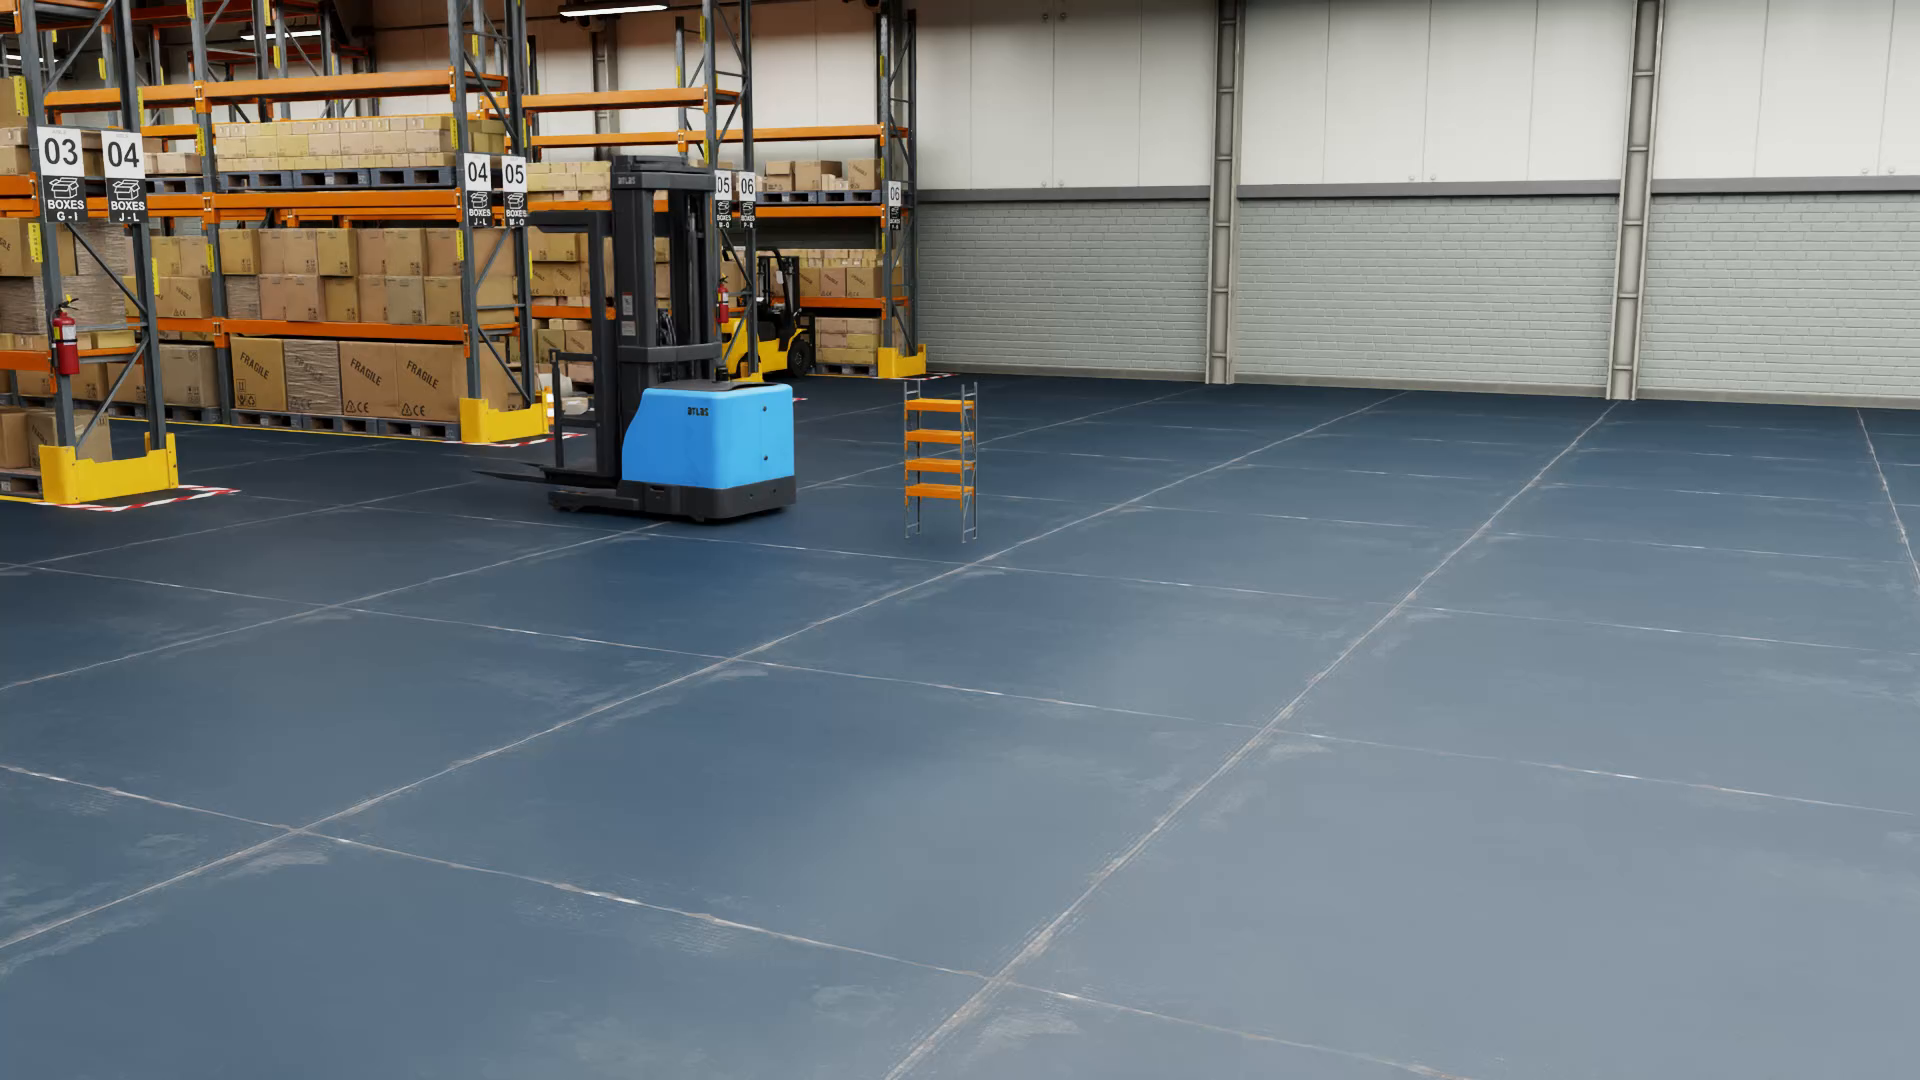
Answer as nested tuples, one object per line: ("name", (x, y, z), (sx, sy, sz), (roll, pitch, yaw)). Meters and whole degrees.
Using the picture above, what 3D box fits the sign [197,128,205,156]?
("sign", (-9.110, -4.781, 19.964), (0.005, 0.325, 0.100), (5, 11, 26))

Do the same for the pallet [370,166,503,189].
("pallet", (-5.961, -4.157, 19.101), (1.213, 0.211, 1.003), (5, 11, 26))

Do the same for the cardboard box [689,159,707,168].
("cardboard box", (-3.626, -5.190, 23.030), (0.250, 0.149, 0.380), (5, 11, 26))

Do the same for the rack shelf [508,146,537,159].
("rack shelf", (-9.967, -7.448, 31.760), (4.000, 0.370, 1.077), (5, 11, 26))

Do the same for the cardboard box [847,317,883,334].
("cardboard box", (-1.550, -3.591, 27.884), (0.500, 0.250, 0.500), (5, 12, 28))

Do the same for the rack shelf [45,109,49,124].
("rack shelf", (-14.259, -5.857, 22.966), (4.000, 0.370, 1.077), (5, 11, 26))

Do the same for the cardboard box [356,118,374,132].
("cardboard box", (-6.653, -4.721, 18.975), (0.250, 0.149, 0.380), (5, 11, 26))

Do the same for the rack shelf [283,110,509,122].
("rack shelf", (-8.572, -6.340, 25.637), (4.000, 0.370, 1.077), (5, 11, 26))

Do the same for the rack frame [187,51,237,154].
("rack frame", (-15.347, -8.472, 34.273), (0.127, 3.000, 1.000), (5, 11, 26))

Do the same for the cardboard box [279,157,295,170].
("cardboard box", (-7.789, -4.428, 19.597), (0.250, 0.149, 0.380), (5, 11, 25))

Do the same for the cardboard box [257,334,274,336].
("cardboard box", (-10.949, -3.325, 27.468), (0.875, 0.875, 0.875), (5, 11, 25))

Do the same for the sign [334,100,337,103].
("sign", (-12.017, -8.570, 31.970), (0.005, 0.325, 0.100), (5, 11, 26))

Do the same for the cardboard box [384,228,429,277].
("cardboard box", (-6.141, -3.337, 19.291), (0.550, 0.550, 0.875), (5, 11, 26))

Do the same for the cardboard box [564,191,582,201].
("cardboard box", (-5.490, -4.954, 23.965), (0.250, 0.149, 0.380), (5, 11, 25))

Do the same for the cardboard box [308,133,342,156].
("cardboard box", (-7.204, -4.585, 19.344), (0.500, 0.250, 0.500), (5, 11, 26))

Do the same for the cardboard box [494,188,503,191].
("cardboard box", (-6.505, -5.251, 24.487), (0.500, 0.250, 0.500), (5, 11, 25))

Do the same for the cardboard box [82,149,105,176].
("cardboard box", (-7.894, -3.365, 14.898), (0.500, 0.250, 0.500), (5, 12, 28))

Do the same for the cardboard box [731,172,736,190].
("cardboard box", (-3.525, -5.097, 23.633), (0.500, 0.250, 0.500), (5, 11, 25))

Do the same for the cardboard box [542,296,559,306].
("cardboard box", (-5.931, -3.529, 24.511), (0.250, 0.149, 0.380), (5, 12, 28))

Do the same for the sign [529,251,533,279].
("sign", (-5.040, -3.221, 19.450), (0.005, 0.325, 0.100), (5, 11, 26))

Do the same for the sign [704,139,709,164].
("sign", (-3.455, -5.291, 22.632), (0.005, 0.325, 0.100), (5, 11, 26))

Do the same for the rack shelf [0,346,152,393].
("rack shelf", (-9.370, -1.687, 15.649), (4.000, 0.370, 1.077), (5, 11, 26))

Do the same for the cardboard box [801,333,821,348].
("cardboard box", (-2.491, -3.426, 28.374), (0.500, 0.250, 0.500), (5, 11, 25))

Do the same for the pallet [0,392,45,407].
("pallet", (-13.166, -1.988, 23.120), (1.213, 0.211, 1.003), (5, 11, 26))

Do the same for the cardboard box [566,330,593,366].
("cardboard box", (-5.420, -2.833, 24.396), (0.500, 0.500, 0.500), (6, 12, 29))

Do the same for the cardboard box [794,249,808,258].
("cardboard box", (-2.602, -4.853, 28.185), (0.250, 0.149, 0.380), (5, 12, 27))

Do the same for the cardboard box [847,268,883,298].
("cardboard box", (-1.556, -4.305, 27.814), (0.500, 0.500, 0.500), (5, 11, 25))

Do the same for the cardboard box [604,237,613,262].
("cardboard box", (-4.700, -4.224, 23.722), (0.500, 0.500, 0.700), (5, 11, 25))

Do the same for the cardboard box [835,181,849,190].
("cardboard box", (-1.876, -5.884, 27.642), (0.250, 0.149, 0.380), (5, 11, 24))

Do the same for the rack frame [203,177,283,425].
("rack frame", (-8.878, -2.983, 20.788), (0.127, 3.000, 1.000), (5, 11, 26))

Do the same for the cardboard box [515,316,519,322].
("cardboard box", (-8.503, -4.276, 31.953), (0.250, 0.149, 0.380), (6, 12, 29))

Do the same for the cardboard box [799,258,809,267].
("cardboard box", (-2.595, -4.707, 28.215), (0.250, 0.149, 0.380), (5, 11, 26))

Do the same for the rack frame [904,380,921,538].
("rack frame", (-0.367, -0.623, 12.802), (0.015, 1.200, 0.240), (5, 11, 26))

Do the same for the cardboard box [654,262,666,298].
("cardboard box", (-4.247, -3.701, 23.639), (0.500, 0.500, 0.500), (5, 11, 26))

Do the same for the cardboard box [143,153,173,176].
("cardboard box", (-10.083, -4.703, 20.832), (0.500, 0.250, 0.500), (5, 11, 25))

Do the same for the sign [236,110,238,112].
("sign", (-15.083, -9.097, 34.656), (0.005, 0.325, 0.100), (5, 11, 26))

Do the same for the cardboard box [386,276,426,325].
("cardboard box", (-6.147, -2.803, 19.375), (0.550, 0.550, 0.875), (5, 11, 26))

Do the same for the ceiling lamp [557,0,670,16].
("ceiling lamp", (-5.434, -10.037, 26.529), (2.000, 3.185, 0.800), (5, 11, 26))

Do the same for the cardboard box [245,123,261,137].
("cardboard box", (-8.246, -4.861, 19.747), (0.250, 0.149, 0.380), (5, 11, 25))

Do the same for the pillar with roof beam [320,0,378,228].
("pillar with roof beam", (-13.891, -7.668, 29.831), (0.548, 9.000, 9.100), (5, 11, 26))

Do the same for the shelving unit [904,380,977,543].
("shelving unit", (-0.148, -0.603, 12.695), (0.503, 1.200, 0.258), (5, 11, 26))

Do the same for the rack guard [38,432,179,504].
("rack guard", (-7.645, -0.659, 14.970), (0.348, 0.500, 1.175), (5, 11, 26))

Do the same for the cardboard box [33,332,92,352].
("cardboard box", (-7.923, -1.749, 14.678), (0.250, 0.149, 0.380), (5, 11, 26))

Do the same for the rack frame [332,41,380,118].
("rack frame", (-11.760, -8.157, 32.531), (0.127, 3.000, 1.000), (5, 11, 26))

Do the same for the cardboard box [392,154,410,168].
("cardboard box", (-6.196, -4.288, 18.823), (0.250, 0.149, 0.380), (5, 11, 27))

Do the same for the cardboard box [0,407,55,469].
("cardboard box", (-8.680, -0.954, 15.416), (0.500, 0.500, 0.500), (9, 14, 41))

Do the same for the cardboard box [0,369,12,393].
("cardboard box", (-13.171, -2.285, 22.771), (0.500, 0.500, 0.500), (5, 11, 26))

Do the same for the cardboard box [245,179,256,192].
("cardboard box", (-11.338, -5.876, 26.892), (0.500, 0.500, 0.700), (4, 11, 23))

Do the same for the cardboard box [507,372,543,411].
("cardboard box", (-5.887, -1.972, 22.212), (0.637, 0.503, 0.797), (-2, 11, -14))

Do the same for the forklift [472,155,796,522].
("forklift", (-2.911, -1.754, 14.193), (3.031, 2.935, 1.130), (6, 12, 31))

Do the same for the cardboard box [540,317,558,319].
("cardboard box", (-7.620, -3.876, 31.214), (0.625, 0.625, 0.875), (5, 12, 28))

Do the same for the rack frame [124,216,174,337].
("rack frame", (-13.953, -4.412, 28.684), (0.127, 3.000, 1.000), (5, 11, 26))

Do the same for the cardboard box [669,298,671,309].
("cardboard box", (-3.898, -3.340, 23.468), (0.250, 0.149, 0.380), (5, 11, 25))

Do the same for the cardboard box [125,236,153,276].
("cardboard box", (-10.242, -3.642, 21.344), (0.500, 0.500, 0.700), (5, 11, 26))

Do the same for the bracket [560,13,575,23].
("bracket", (-7.134, -9.630, 30.564), (0.430, 0.232, 0.235), (5, 11, 26))

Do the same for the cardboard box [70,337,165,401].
("cardboard box", (-11.174, -2.267, 21.971), (0.750, 0.750, 1.050), (5, 11, 27))
